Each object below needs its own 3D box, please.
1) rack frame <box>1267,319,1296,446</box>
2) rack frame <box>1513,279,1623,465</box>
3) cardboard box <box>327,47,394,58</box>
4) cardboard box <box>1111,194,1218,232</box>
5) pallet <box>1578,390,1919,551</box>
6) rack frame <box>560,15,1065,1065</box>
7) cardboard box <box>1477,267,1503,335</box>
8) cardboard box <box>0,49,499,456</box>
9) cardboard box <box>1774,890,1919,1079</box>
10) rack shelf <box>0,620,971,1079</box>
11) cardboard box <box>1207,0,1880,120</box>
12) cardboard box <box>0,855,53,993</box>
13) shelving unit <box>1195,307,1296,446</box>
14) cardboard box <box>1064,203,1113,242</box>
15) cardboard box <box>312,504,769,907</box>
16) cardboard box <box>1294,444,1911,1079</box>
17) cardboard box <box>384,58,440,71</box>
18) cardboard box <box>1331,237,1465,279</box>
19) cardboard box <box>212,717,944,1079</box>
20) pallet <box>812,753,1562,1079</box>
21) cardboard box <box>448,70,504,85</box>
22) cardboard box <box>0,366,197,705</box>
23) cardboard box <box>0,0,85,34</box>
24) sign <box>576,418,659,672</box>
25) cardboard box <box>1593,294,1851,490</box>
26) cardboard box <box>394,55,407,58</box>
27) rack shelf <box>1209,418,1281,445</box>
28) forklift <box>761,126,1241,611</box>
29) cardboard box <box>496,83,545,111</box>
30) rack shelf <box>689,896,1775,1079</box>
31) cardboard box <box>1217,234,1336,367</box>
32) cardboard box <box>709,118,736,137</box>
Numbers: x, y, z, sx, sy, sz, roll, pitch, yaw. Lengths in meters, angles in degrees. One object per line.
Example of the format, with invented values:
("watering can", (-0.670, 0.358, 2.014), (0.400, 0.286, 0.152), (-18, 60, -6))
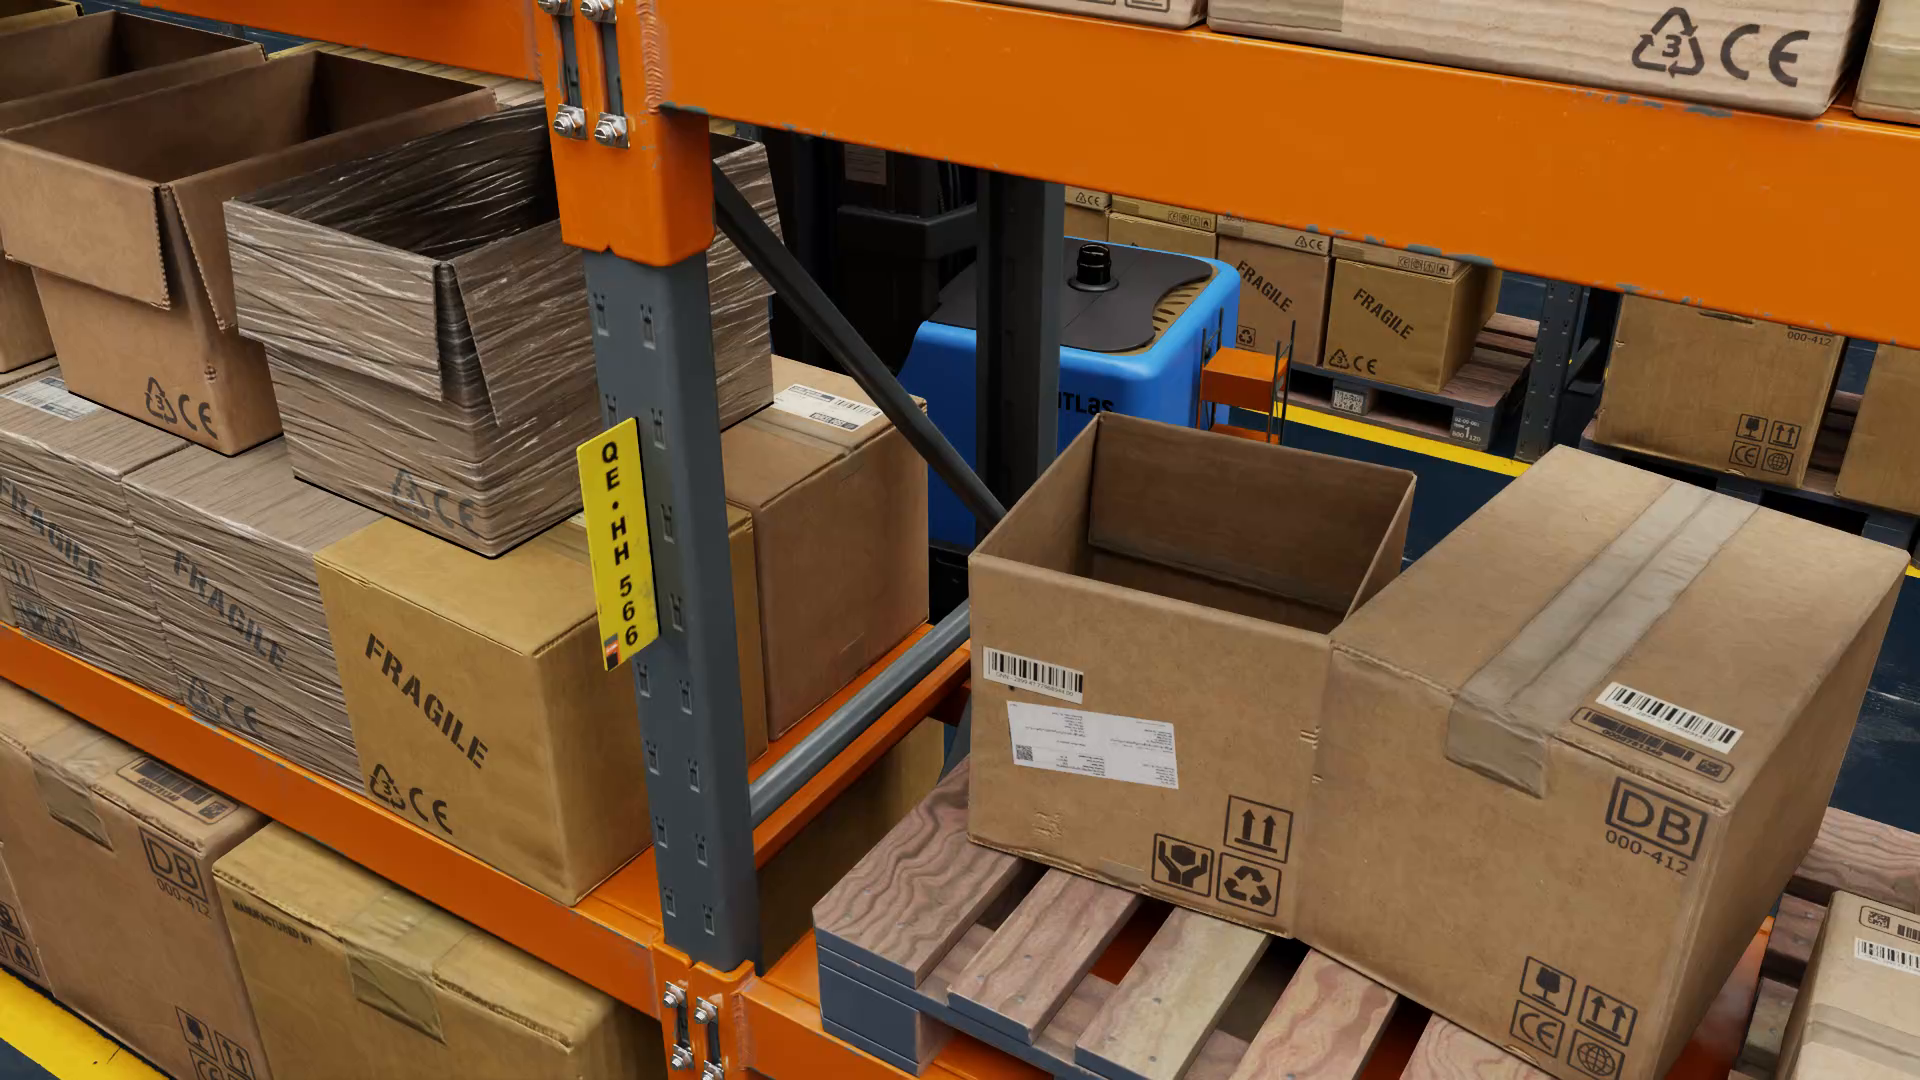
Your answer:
("rack frame", (1.046, -0.218, 5.582), (0.008, 1.050, 0.200), (13, 33, 21))
("rack frame", (2.584, -1.818, 6.390), (0.127, 3.000, 1.000), (18, 35, 27))
("cardboard box", (-3.632, -2.860, 9.998), (0.250, 0.149, 0.380), (18, 35, 28))
("cardboard box", (1.009, -1.588, 7.316), (0.500, 0.250, 0.500), (18, 35, 28))
("pallet", (3.211, -0.370, 6.675), (1.213, 0.211, 1.003), (18, 35, 27))
("rack frame", (-0.137, 0.270, 2.810), (0.053, 2.616, 0.949), (18, 35, 27))
("cardboard box", (2.120, -1.218, 7.425), (0.500, 0.500, 0.500), (16, 34, 25))
("cardboard box", (-1.300, -0.583, 3.178), (0.637, 0.503, 0.797), (18, 35, 28))
("cardboard box", (1.158, 0.702, 1.801), (0.500, 0.250, 0.500), (17, 34, 26))
("rack shelf", (-1.833, 0.047, 3.907), (4.000, 0.370, 1.077), (18, 35, 27))
("cardboard box", (0.558, -0.587, 1.451), (0.500, 0.250, 0.500), (18, 35, 29))
("cardboard box", (-2.217, 0.339, 4.385), (0.875, 0.875, 1.225), (16, 34, 26))
("shelving unit", (0.935, -0.244, 5.626), (0.252, 1.050, 0.215), (13, 33, 21))
("cardboard box", (0.580, -1.405, 7.745), (0.500, 0.500, 0.500), (18, 35, 28))
("cardboard box", (-0.689, 0.202, 2.827), (0.500, 0.500, 0.500), (19, 35, 29))
("cardboard box", (0.866, 0.282, 2.274), (0.500, 0.500, 0.700), (23, 38, 34))
("cardboard box", (-3.232, -2.707, 9.735), (0.250, 0.149, 0.380), (16, 34, 25))
("cardboard box", (1.865, -1.315, 6.847), (0.500, 0.250, 0.500), (17, 34, 26))
("cardboard box", (-0.712, 0.814, 3.569), (0.875, 0.875, 1.225), (16, 34, 25))
("pallet", (0.521, 0.500, 2.606), (1.003, 0.211, 1.213), (18, 35, 27))
("cardboard box", (-2.804, -2.539, 9.447), (0.250, 0.149, 0.380), (18, 35, 28))
("cardboard box", (-1.549, -0.072, 3.297), (0.500, 0.500, 0.500), (16, 34, 26))
("cardboard box", (-2.406, -0.920, 3.755), (0.637, 0.503, 0.797), (18, 35, 28))
("sign", (-0.431, 0.009, 2.108), (0.005, 0.325, 0.100), (18, 35, 27))
("cardboard box", (3.052, -0.826, 6.505), (0.750, 0.750, 1.050), (17, 34, 27))
("cardboard box", (-3.427, -3.043, 10.311), (0.250, 0.149, 0.380), (18, 35, 28))
("rack shelf", (0.935, -0.235, 5.632), (0.240, 0.259, 0.215), (13, 33, 21))
("forklift", (-0.570, -1.400, 5.741), (3.031, 2.935, 1.130), (13, 33, 21))
("cardboard box", (-2.388, -2.399, 9.207), (0.250, 0.149, 0.380), (16, 34, 26))
("rack shelf", (1.555, 1.118, 2.070), (4.000, 0.370, 1.077), (18, 35, 27))
("cardboard box", (1.450, -1.125, 7.266), (0.500, 0.500, 0.500), (19, 35, 29))
("cardboard box", (-1.244, -2.081, 8.662), (0.250, 0.149, 0.380), (19, 35, 29))
